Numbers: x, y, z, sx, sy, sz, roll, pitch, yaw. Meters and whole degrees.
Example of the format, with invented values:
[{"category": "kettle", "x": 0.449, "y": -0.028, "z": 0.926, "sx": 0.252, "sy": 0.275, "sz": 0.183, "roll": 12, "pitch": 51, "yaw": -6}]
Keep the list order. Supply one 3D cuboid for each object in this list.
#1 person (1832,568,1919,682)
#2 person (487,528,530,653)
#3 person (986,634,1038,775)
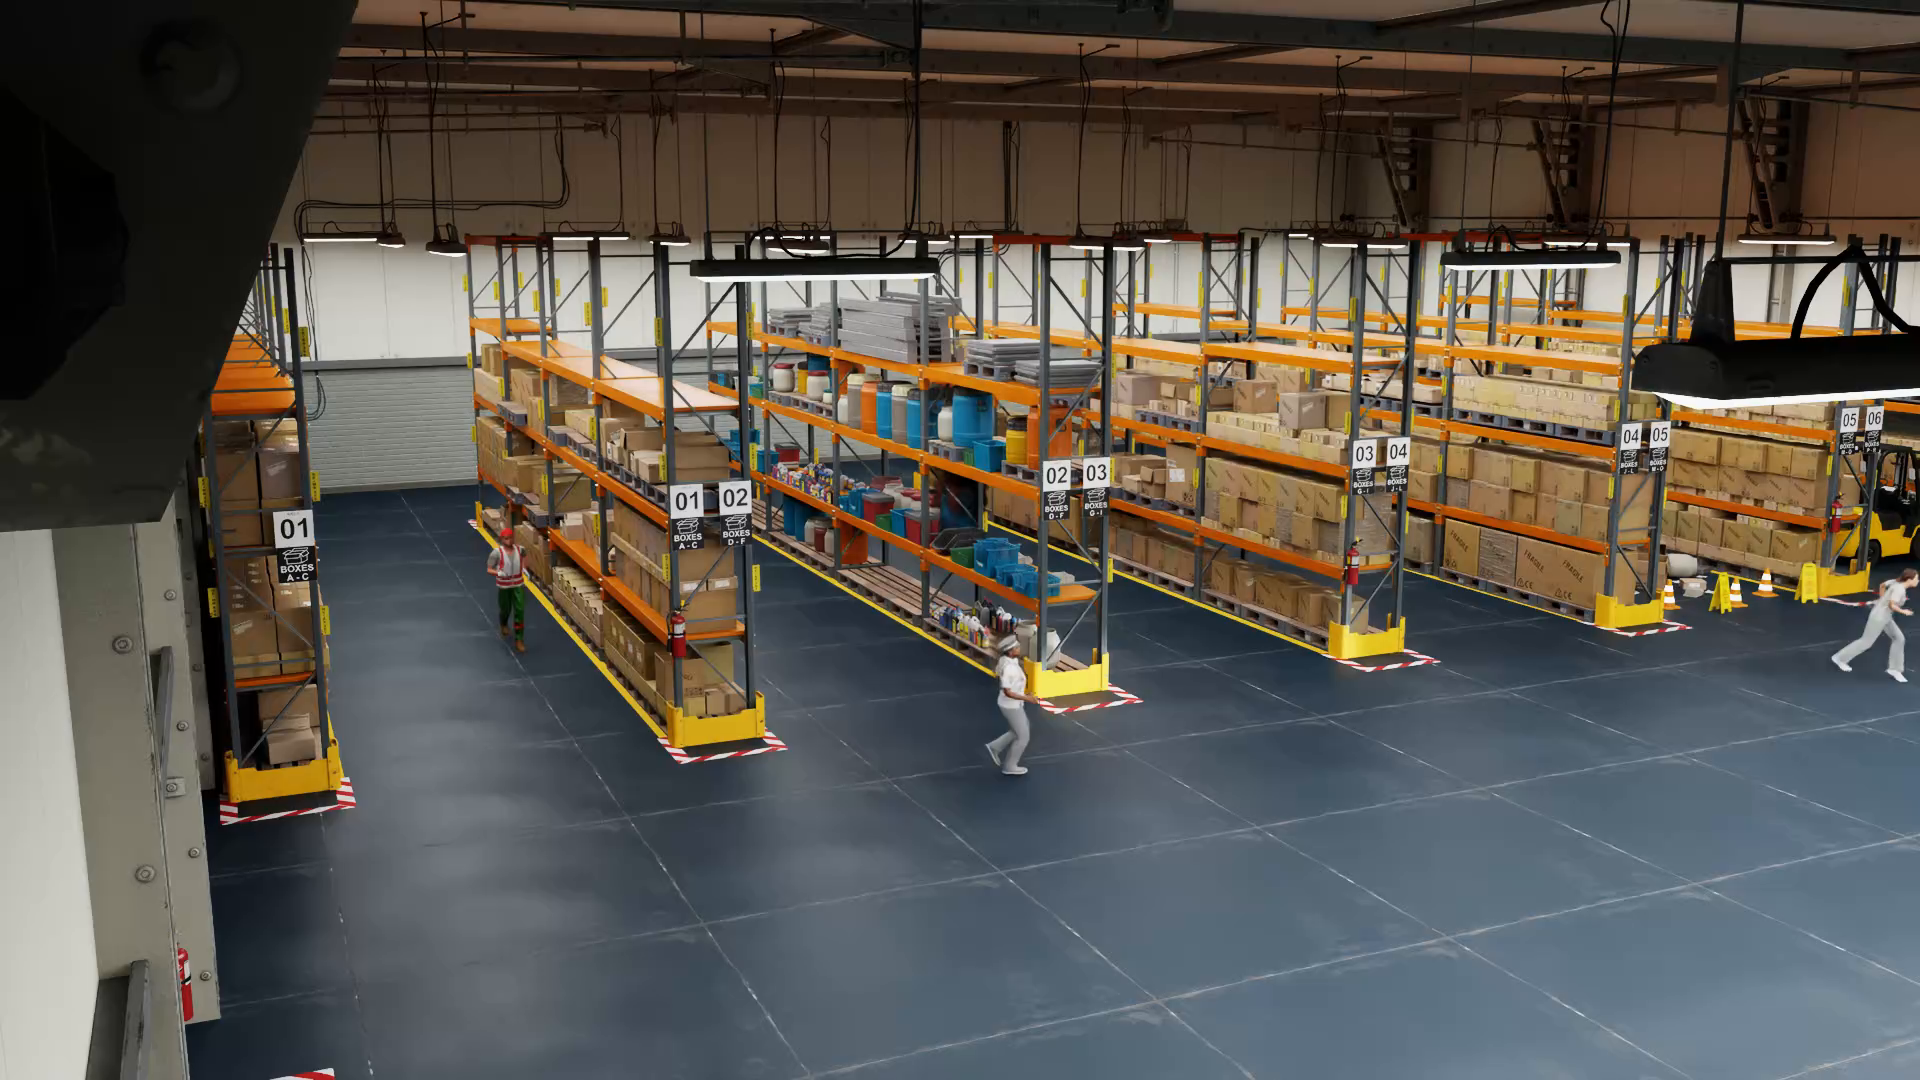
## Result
[{"category": "person", "x": 12.723, "y": 1.154, "z": 23.137, "sx": 0.961, "sy": 1.626, "sz": 0.606, "roll": 5, "pitch": 12, "yaw": 25}, {"category": "person", "x": -6.710, "y": 0.707, "z": 24.783, "sx": 0.654, "sy": 1.810, "sz": 0.991, "roll": -6, "pitch": 12, "yaw": -27}, {"category": "person", "x": 0.606, "y": 1.887, "z": 19.068, "sx": 0.559, "sy": 1.646, "sz": 0.572, "roll": -1, "pitch": 11, "yaw": -4}]
